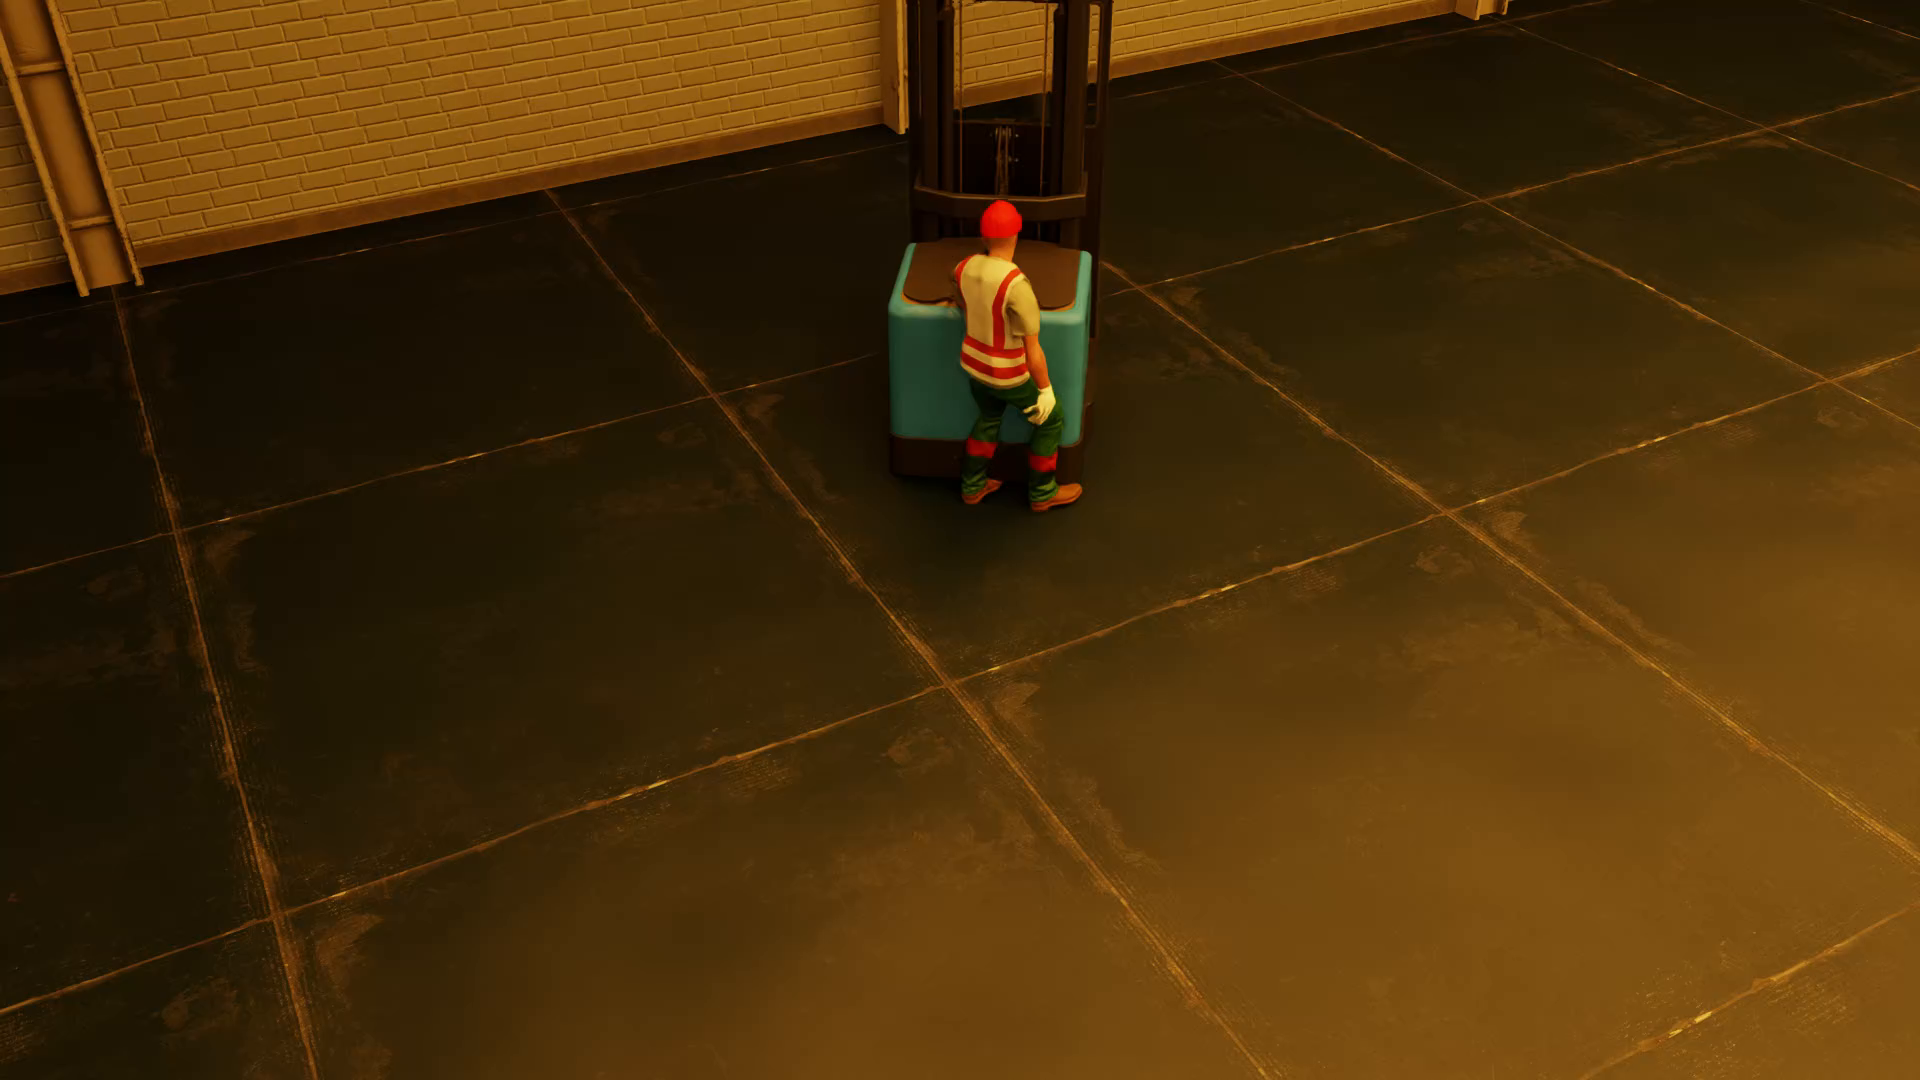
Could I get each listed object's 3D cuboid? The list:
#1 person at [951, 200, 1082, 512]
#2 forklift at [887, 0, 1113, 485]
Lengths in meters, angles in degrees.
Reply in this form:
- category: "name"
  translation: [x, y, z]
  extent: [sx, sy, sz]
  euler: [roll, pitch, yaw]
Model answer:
- category: "person"
  translation: [0.306, -0.911, 8.463]
  extent: [0.559, 1.735, 0.741]
  euler: [-29, 45, -35]
- category: "forklift"
  translation: [0.289, -2.331, 9.420]
  extent: [1.130, 2.935, 3.031]
  euler: [4, 35, 5]
